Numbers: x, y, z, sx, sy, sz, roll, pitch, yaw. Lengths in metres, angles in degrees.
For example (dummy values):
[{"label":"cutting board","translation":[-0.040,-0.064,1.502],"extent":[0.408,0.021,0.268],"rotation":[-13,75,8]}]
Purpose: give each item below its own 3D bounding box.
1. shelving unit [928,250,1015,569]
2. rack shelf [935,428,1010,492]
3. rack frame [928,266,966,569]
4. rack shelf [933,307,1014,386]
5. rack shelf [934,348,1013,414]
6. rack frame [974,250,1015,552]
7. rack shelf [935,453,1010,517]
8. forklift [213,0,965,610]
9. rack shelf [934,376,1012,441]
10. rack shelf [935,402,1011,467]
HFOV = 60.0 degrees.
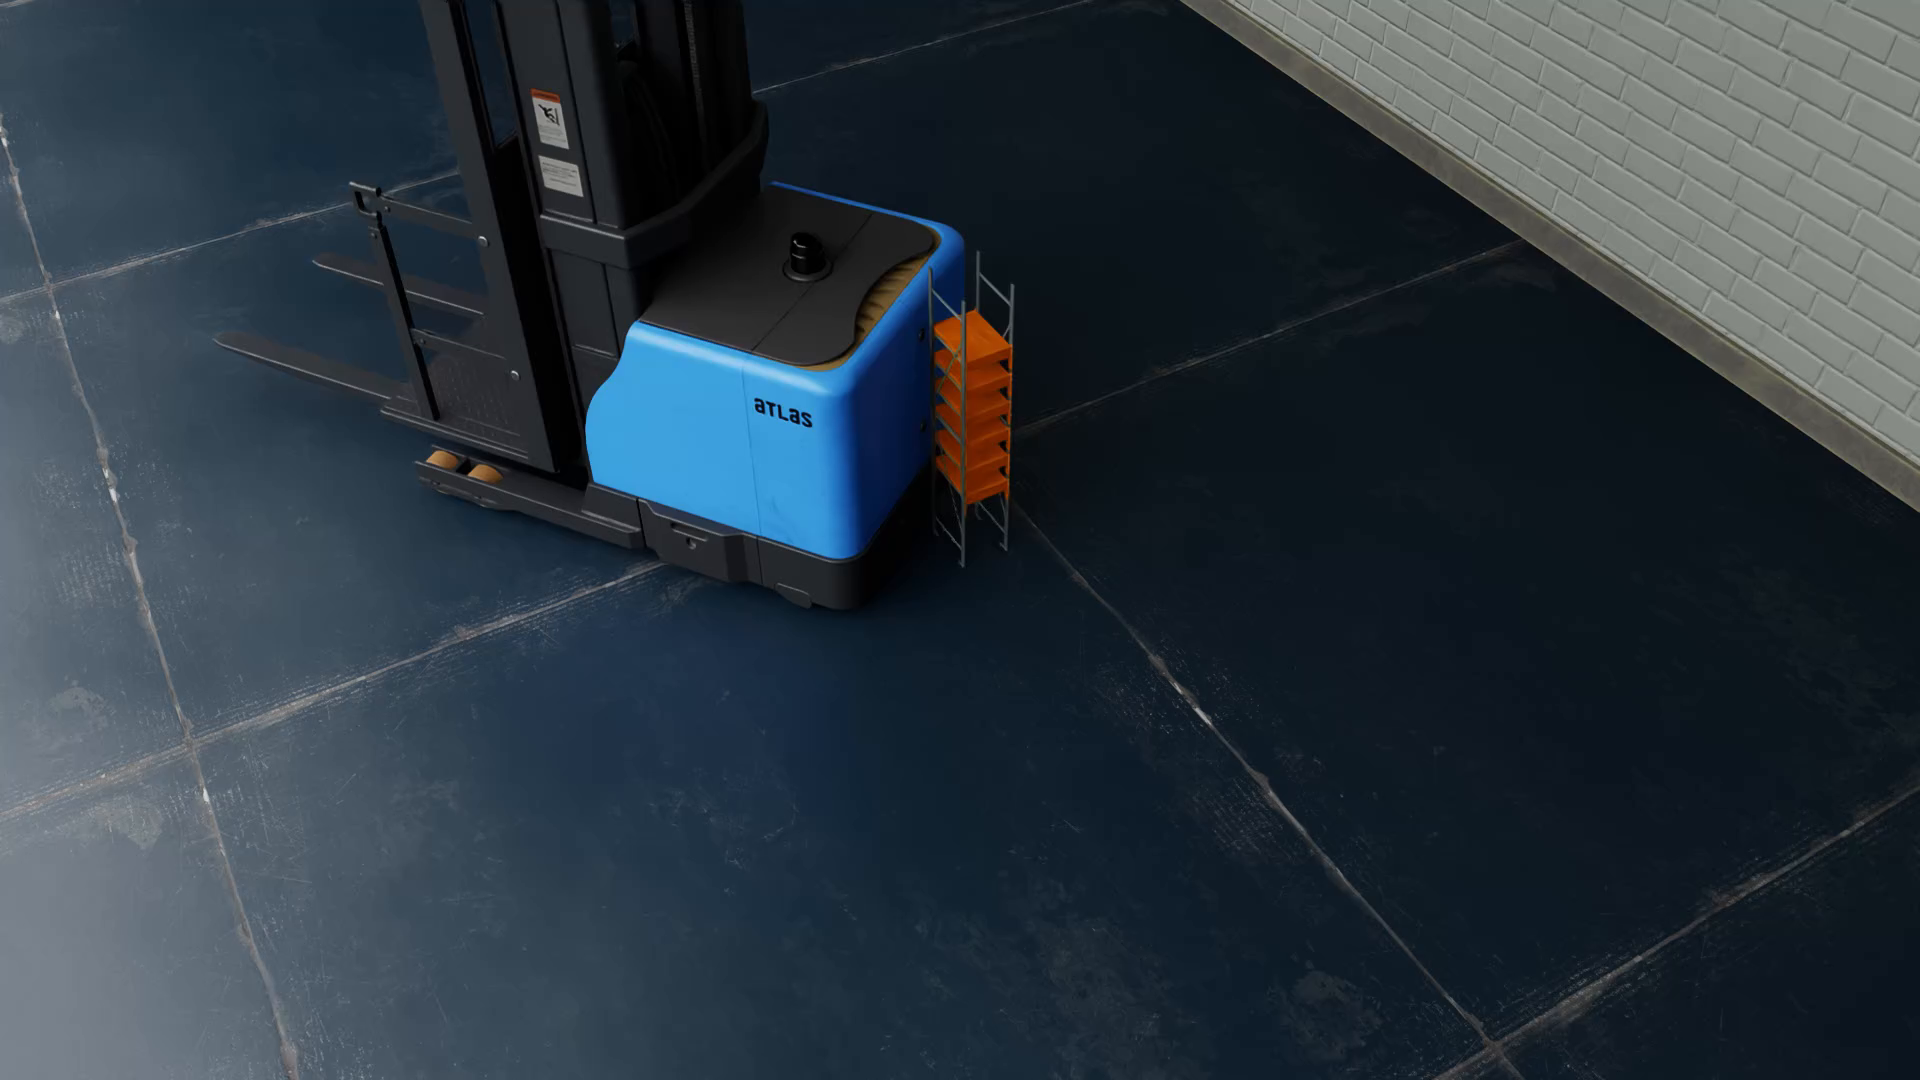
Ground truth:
[{"label":"shelving unit","translation":[0.037,-0.428,5.829],"extent":[0.189,1.200,0.258],"rotation":[-22,48,-21]},{"label":"rack shelf","translation":[0.037,-0.310,5.944],"extent":[0.180,0.103,0.258],"rotation":[-22,48,-21]},{"label":"rack frame","translation":[-0.042,-0.396,5.797],"extent":[0.006,1.200,0.240],"rotation":[-22,48,-21]},{"label":"rack shelf","translation":[0.037,-0.654,5.609],"extent":[0.180,0.103,0.258],"rotation":[-22,48,-21]},{"label":"rack shelf","translation":[0.037,-0.568,5.693],"extent":[0.180,0.103,0.258],"rotation":[-22,48,-21]},{"label":"rack frame","translation":[0.116,-0.460,5.862],"extent":[0.006,1.200,0.240],"rotation":[-22,48,-21]},{"label":"rack shelf","translation":[0.037,-0.224,6.027],"extent":[0.180,0.103,0.258],"rotation":[-22,48,-21]},{"label":"forklift","translation":[-1.530,-1.492,5.683],"extent":[3.031,2.935,1.130],"rotation":[17,47,17]},{"label":"rack shelf","translation":[0.037,-0.482,5.777],"extent":[0.180,0.103,0.258],"rotation":[-22,48,-21]},{"label":"rack shelf","translation":[0.037,-0.396,5.860],"extent":[0.180,0.103,0.258],"rotation":[-22,48,-21]}]
